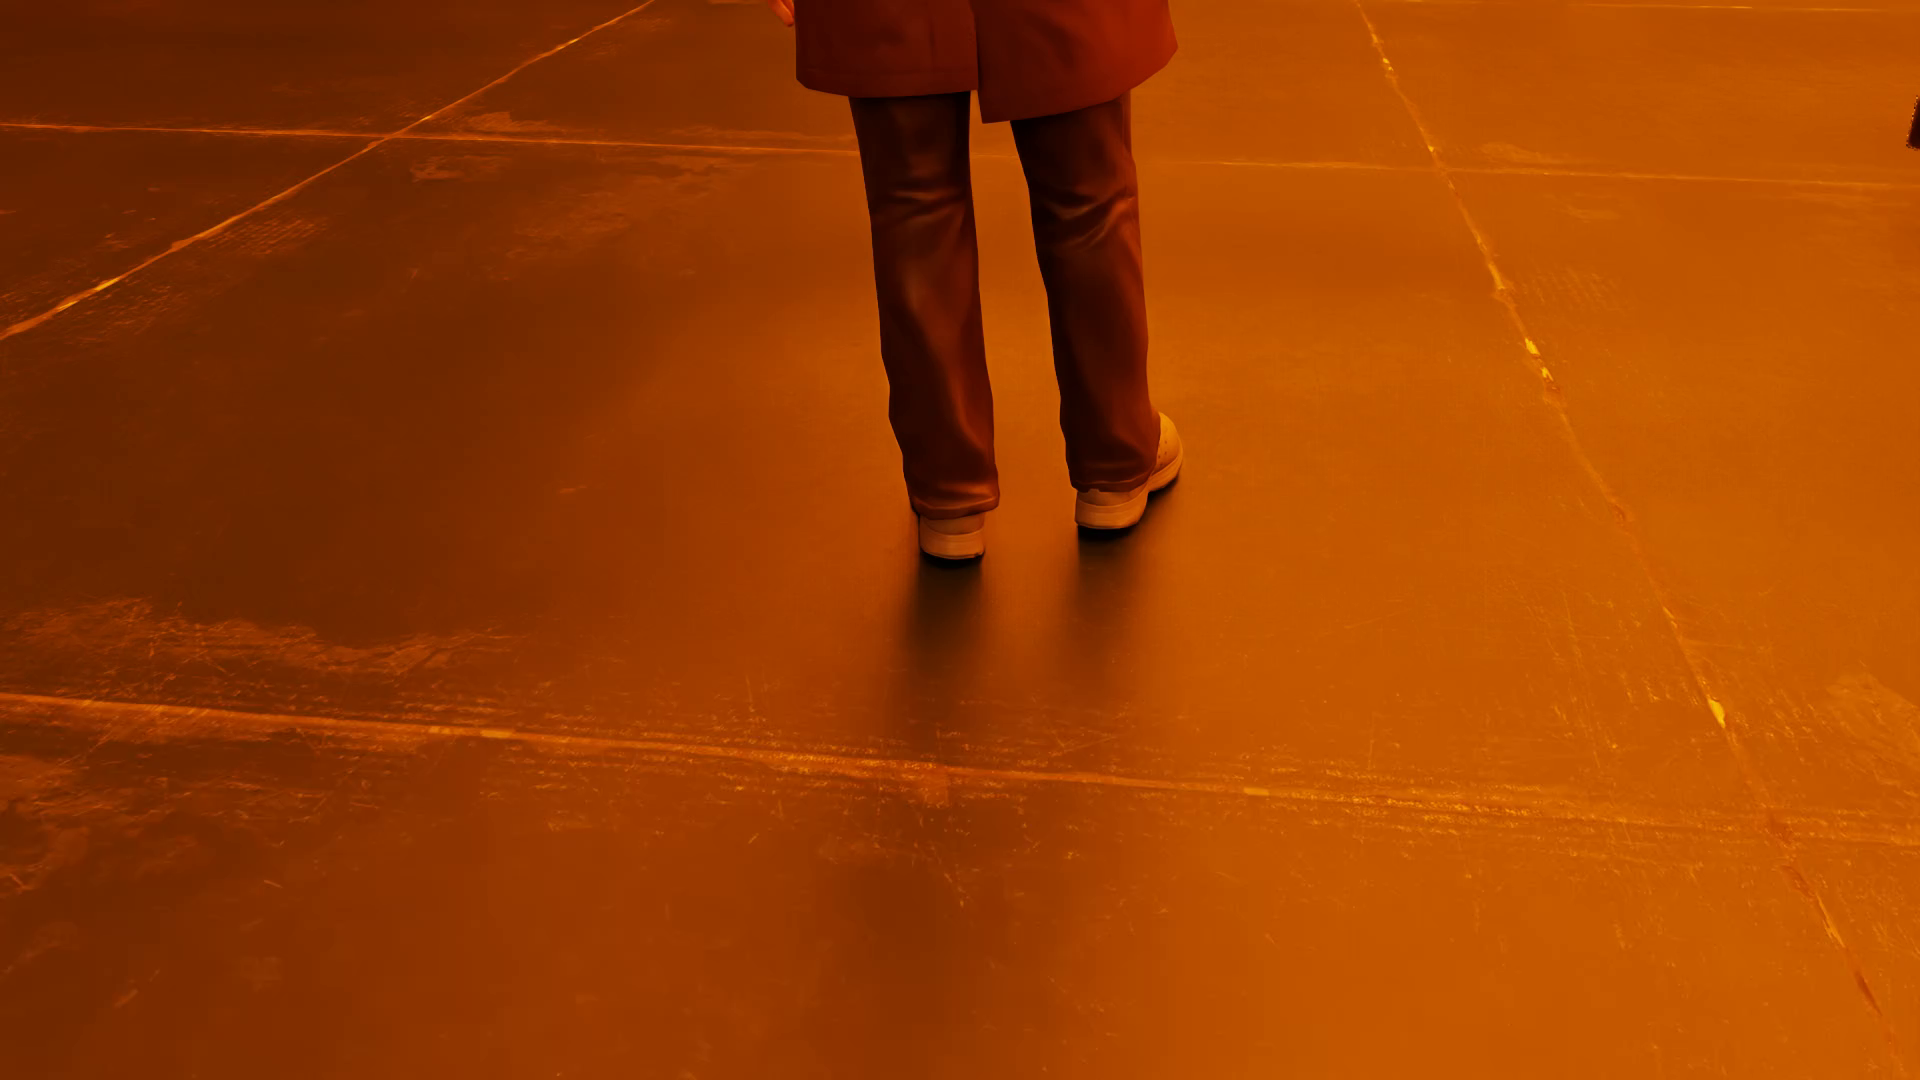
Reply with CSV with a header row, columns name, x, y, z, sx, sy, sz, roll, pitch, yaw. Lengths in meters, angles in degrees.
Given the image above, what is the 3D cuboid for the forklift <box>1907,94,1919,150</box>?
name,x,y,z,sx,sy,sz,roll,pitch,yaw
forklift,4.056,-2.482,4.192,3.031,2.935,1.130,-16,31,-29

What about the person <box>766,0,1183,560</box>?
name,x,y,z,sx,sy,sz,roll,pitch,yaw
person,0.016,-0.843,2.181,0.698,1.778,0.579,3,27,7
